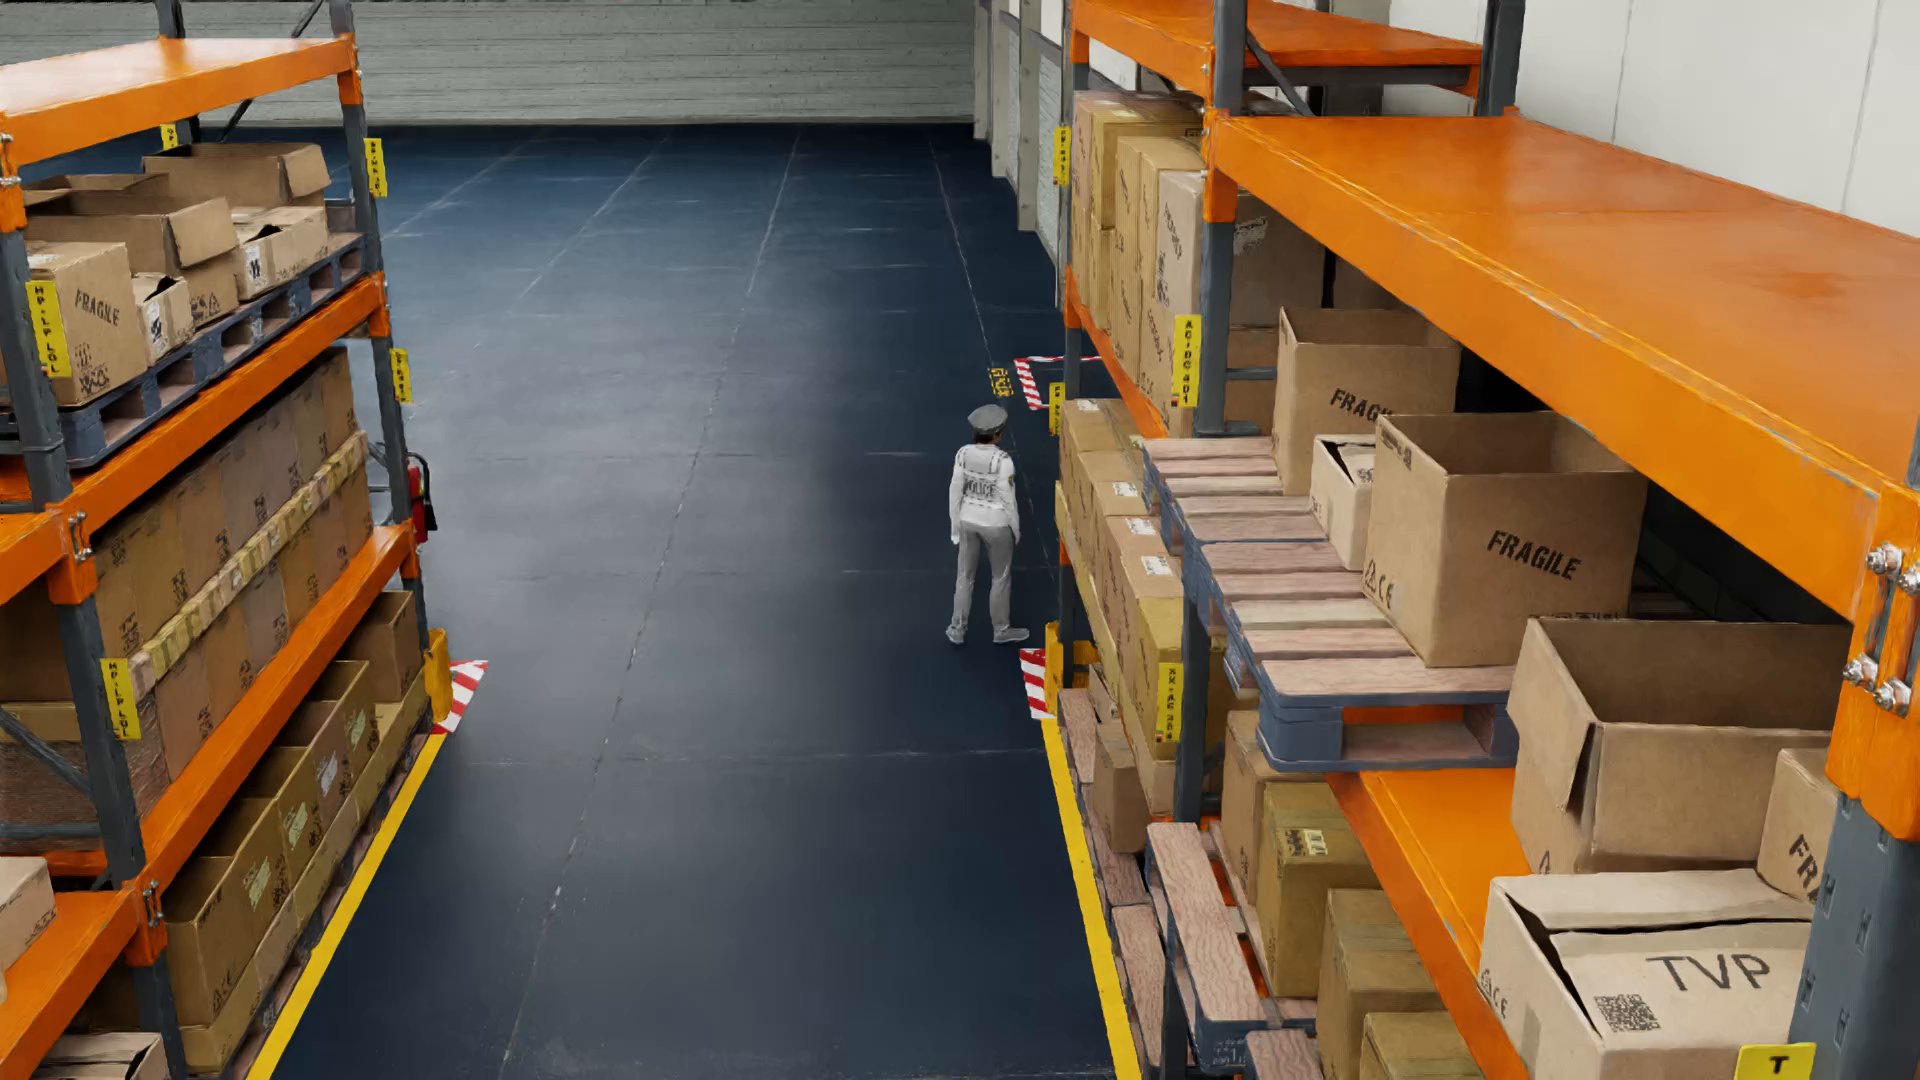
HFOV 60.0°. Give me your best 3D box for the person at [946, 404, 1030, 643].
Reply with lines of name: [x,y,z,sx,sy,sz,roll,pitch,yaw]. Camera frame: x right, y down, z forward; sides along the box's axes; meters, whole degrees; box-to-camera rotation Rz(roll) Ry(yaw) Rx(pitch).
person: [0.165,-0.099,11.286,0.534,1.688,0.451,11,23,28]
